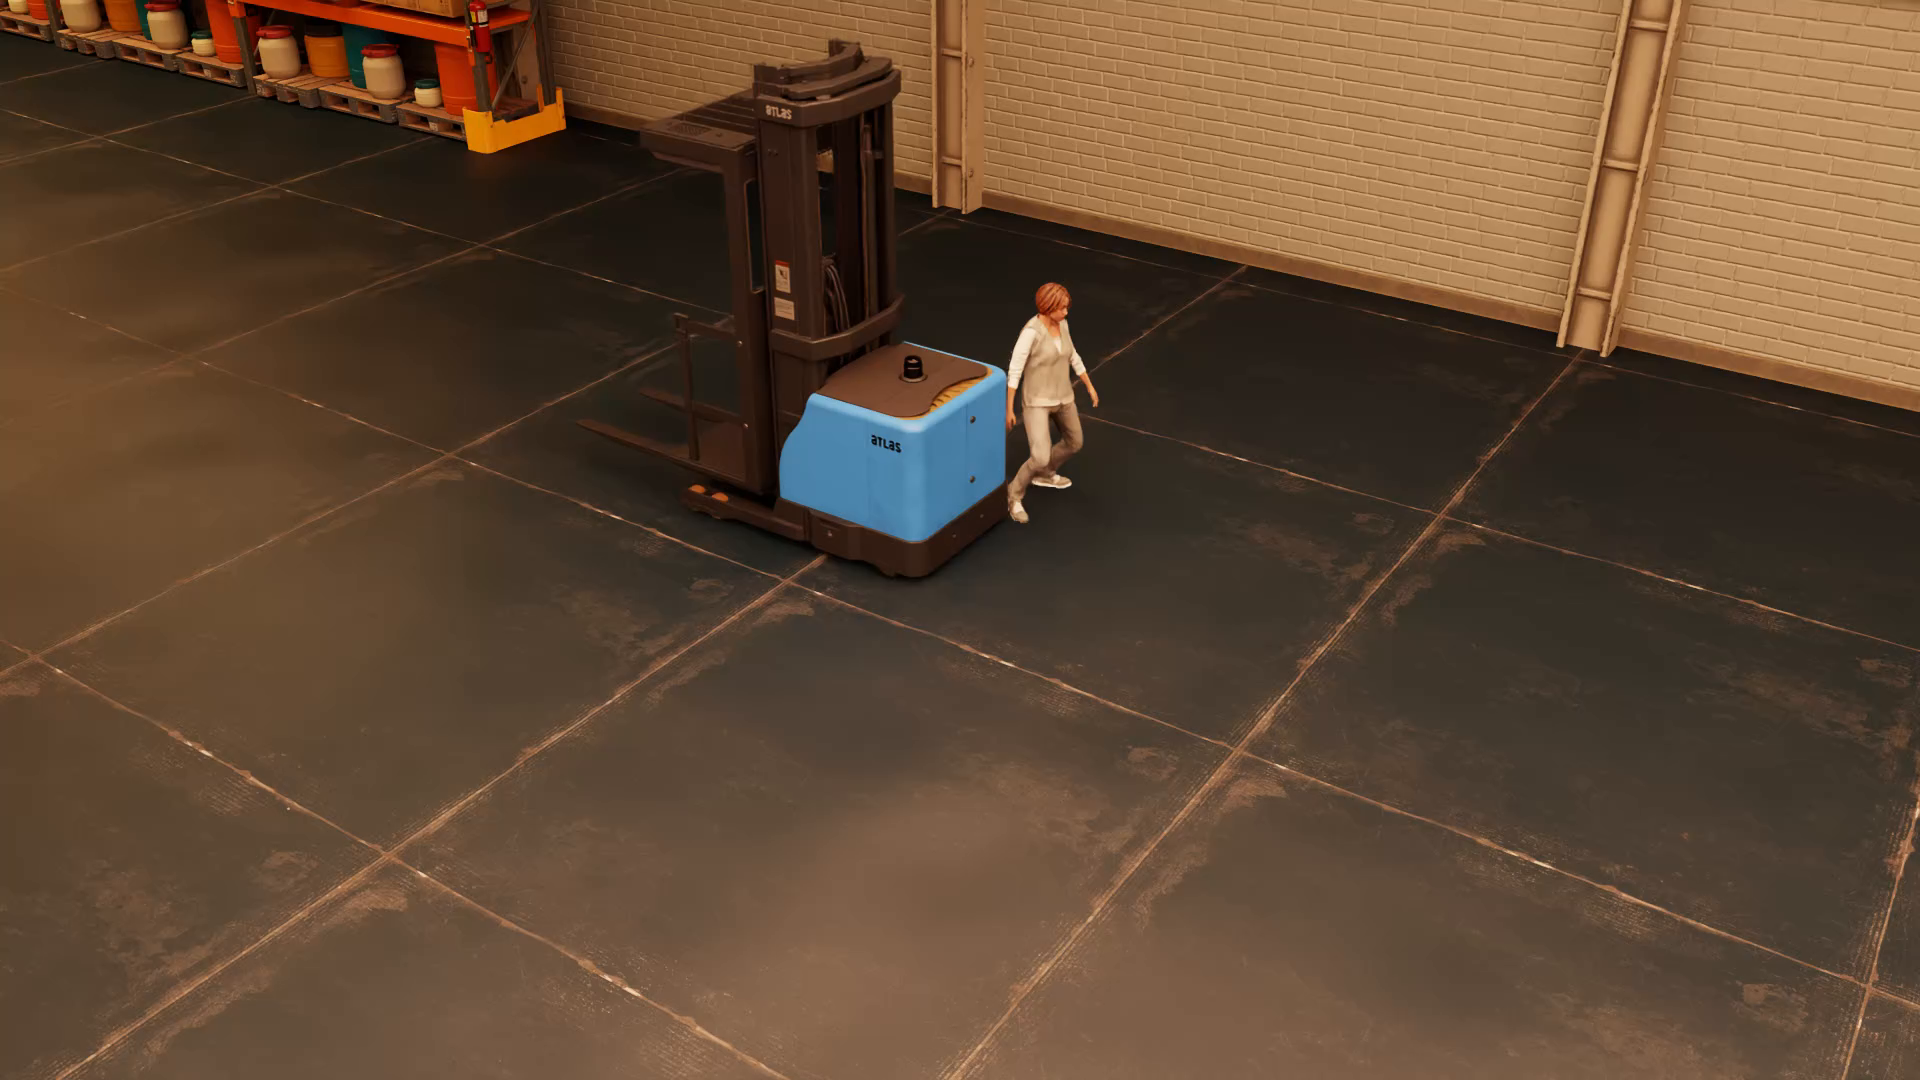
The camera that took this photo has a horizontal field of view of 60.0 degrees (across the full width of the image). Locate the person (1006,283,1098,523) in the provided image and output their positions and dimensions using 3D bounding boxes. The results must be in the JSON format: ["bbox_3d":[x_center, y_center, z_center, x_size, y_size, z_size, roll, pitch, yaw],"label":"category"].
[{"bbox_3d":[0.544,-0.893,10.551,0.708,1.529,0.470,-23,37,-34],"label":"person"}]

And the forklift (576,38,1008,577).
[{"bbox_3d":[-1.206,-1.603,10.341,3.031,2.935,1.130,19,35,29],"label":"forklift"}]
